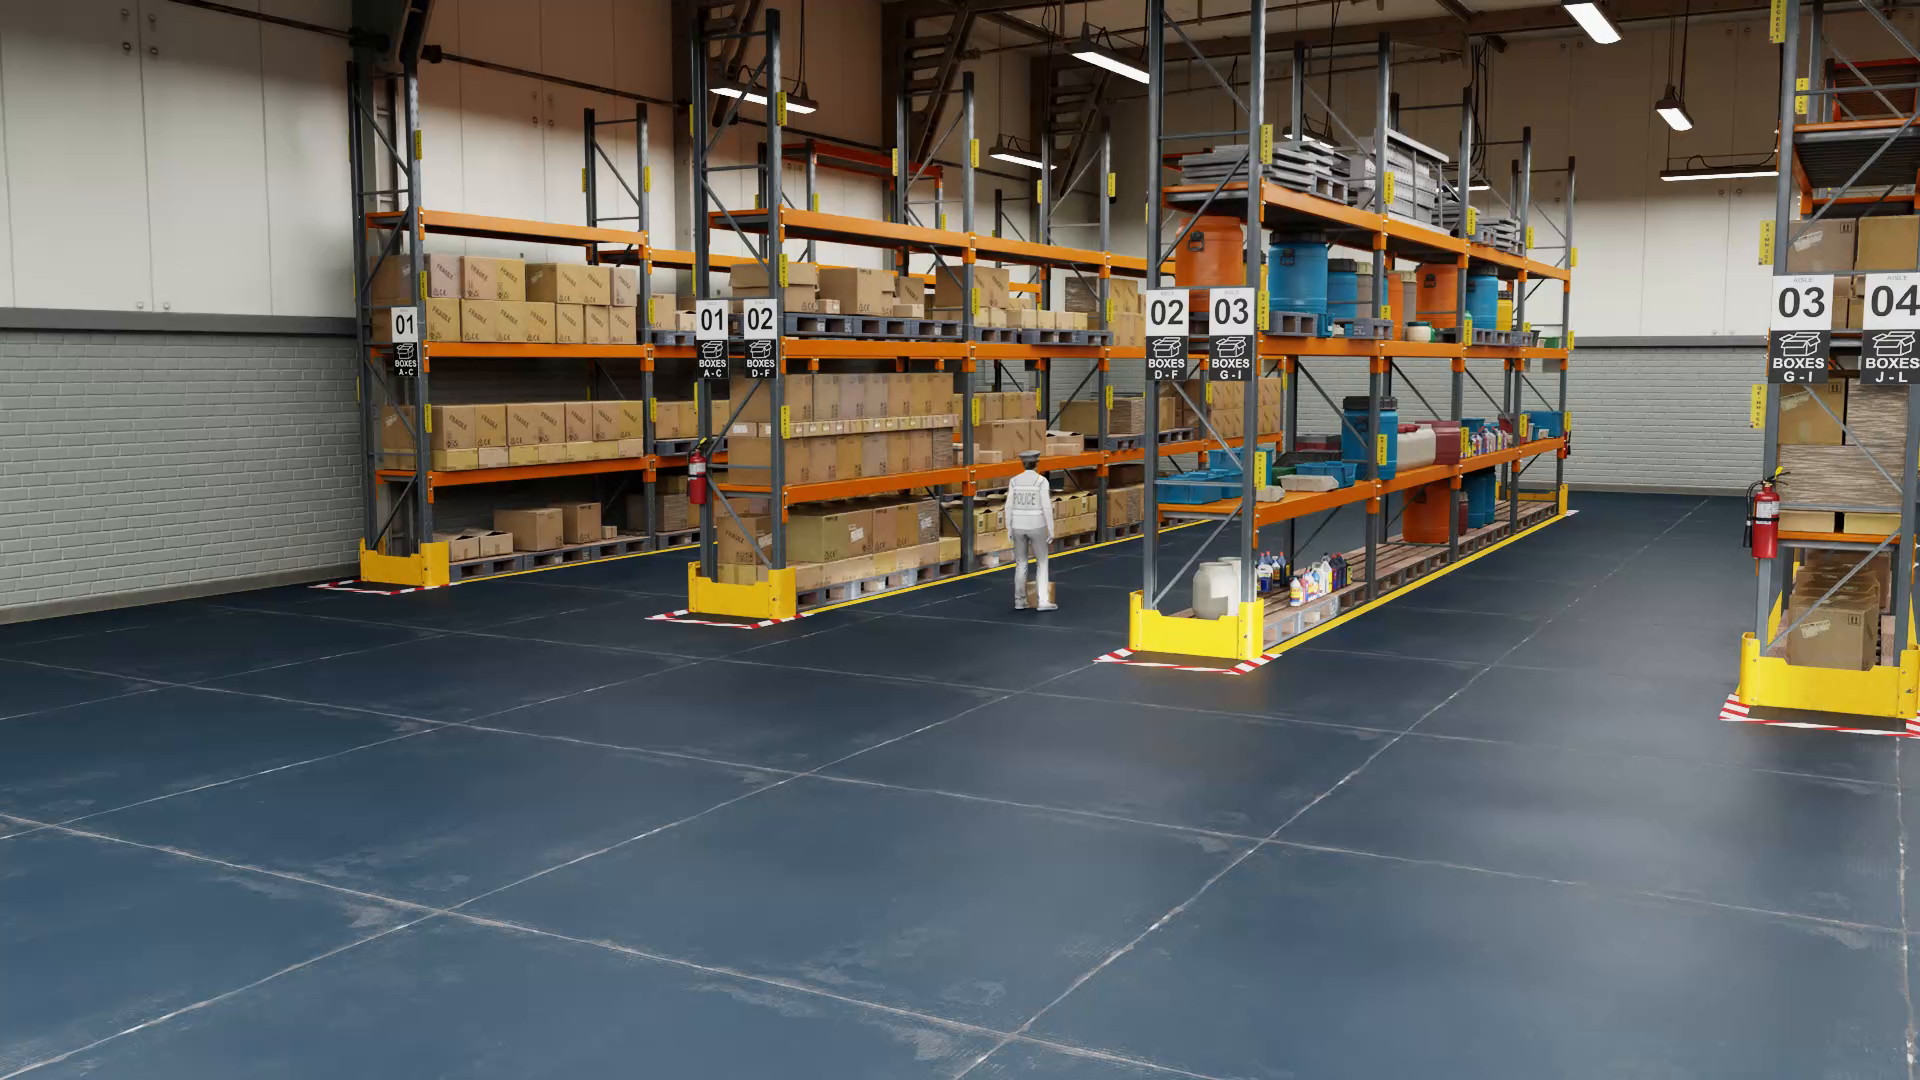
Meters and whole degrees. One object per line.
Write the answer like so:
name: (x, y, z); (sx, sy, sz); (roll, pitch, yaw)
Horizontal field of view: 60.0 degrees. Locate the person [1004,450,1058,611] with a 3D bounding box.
person: (0.728, -0.100, 17.302); (0.544, 1.663, 0.376); (3, 7, 25)
